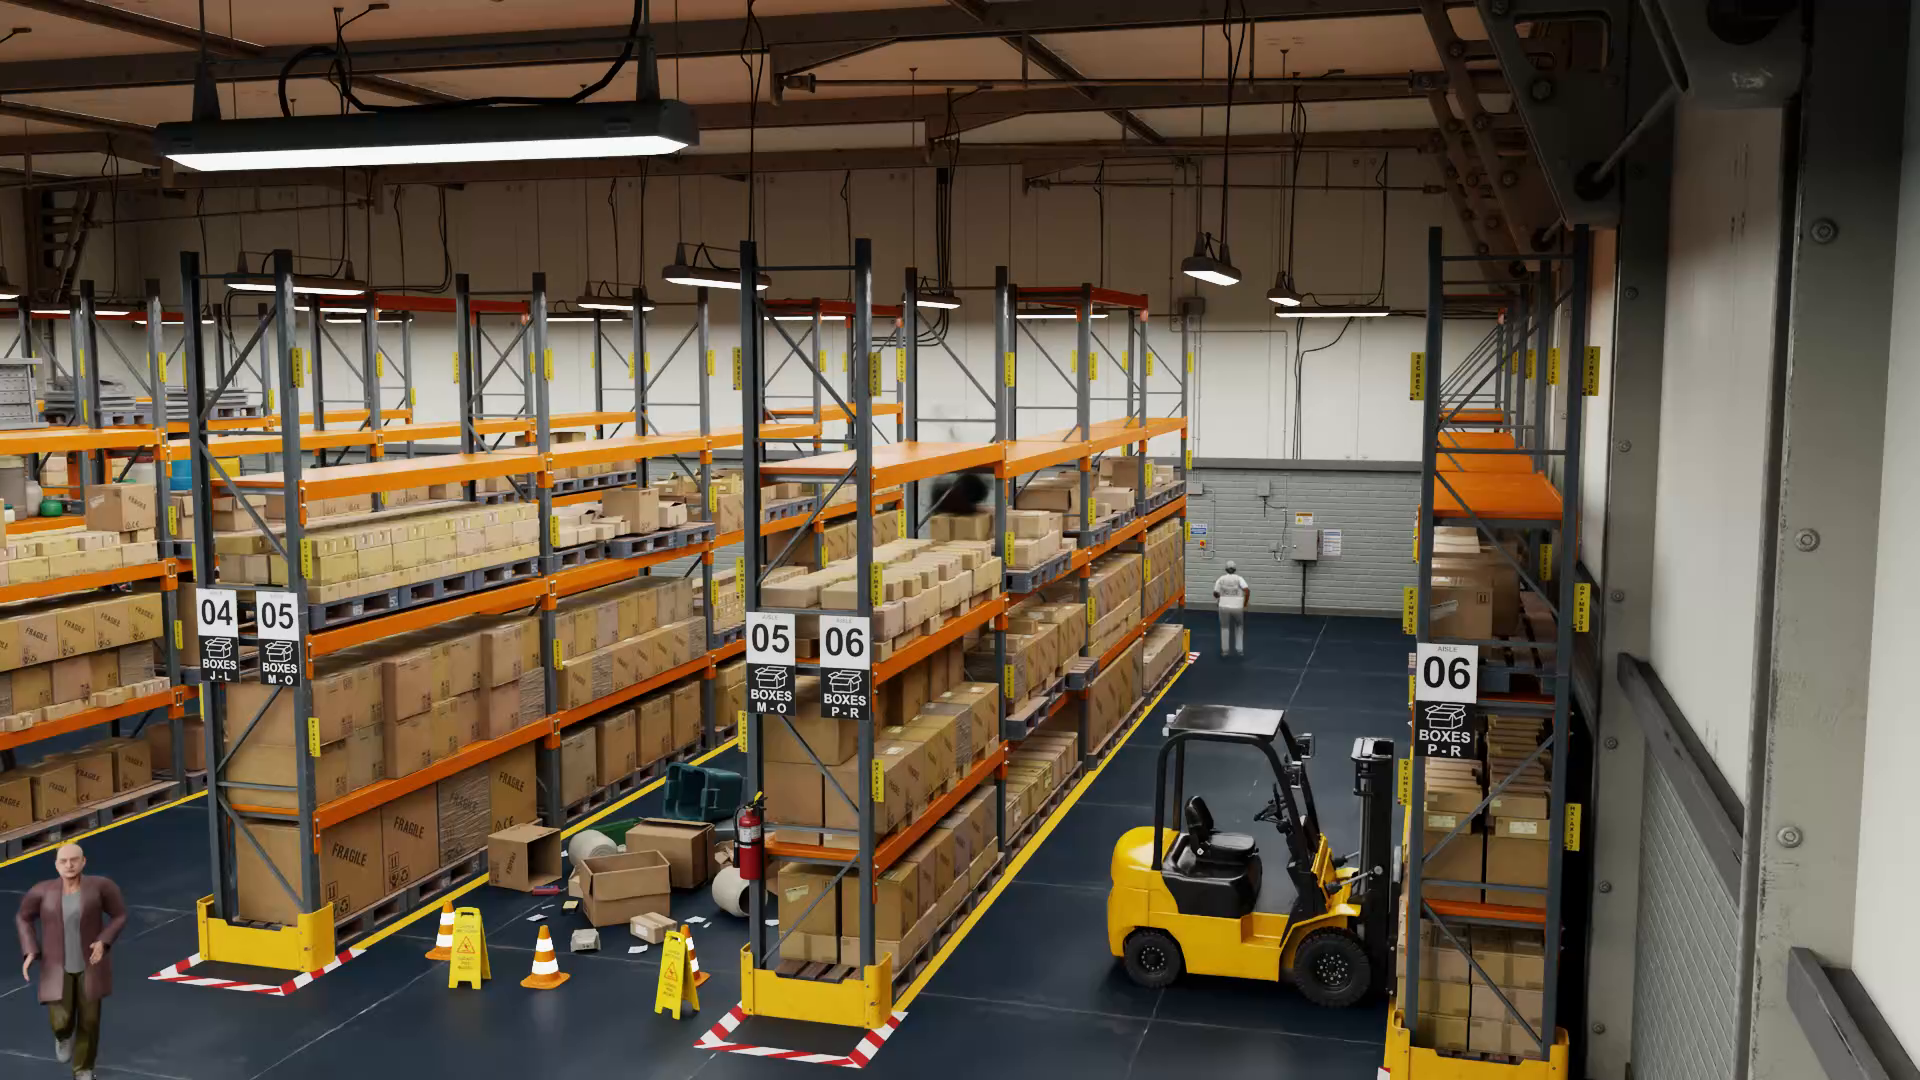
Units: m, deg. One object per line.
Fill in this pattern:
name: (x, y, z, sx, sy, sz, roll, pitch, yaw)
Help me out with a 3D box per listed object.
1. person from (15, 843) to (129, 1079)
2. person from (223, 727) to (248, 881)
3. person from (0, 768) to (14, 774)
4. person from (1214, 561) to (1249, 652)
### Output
person: (-6.252, 3.000, 11.742, 0.714, 1.731, 0.640, -3, 7, -27)
person: (-7.005, 2.584, 16.016, 0.442, 1.644, 0.710, 0, 6, 4)
person: (-11.626, 2.193, 19.926, 0.624, 1.578, 0.627, 0, 6, 1)
person: (4.593, 1.128, 28.213, 0.583, 1.555, 0.616, 1, 6, 8)
